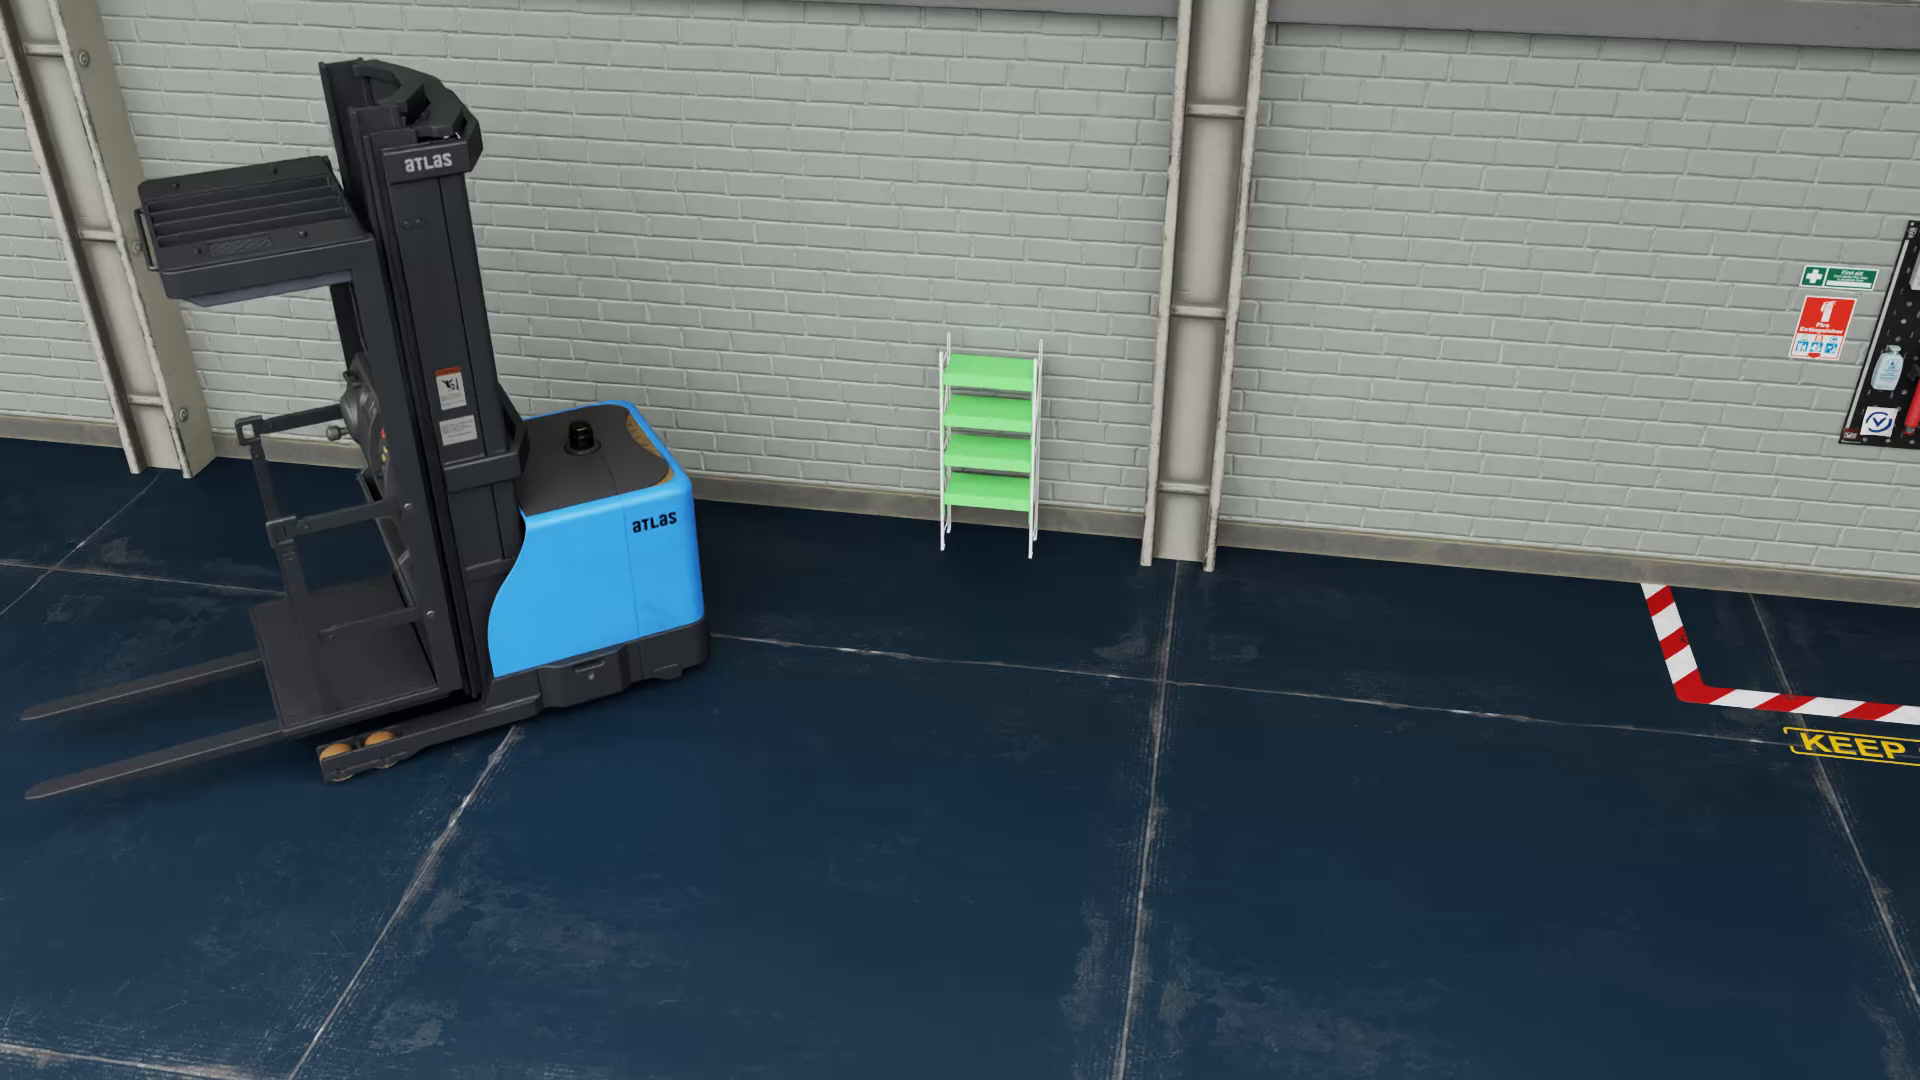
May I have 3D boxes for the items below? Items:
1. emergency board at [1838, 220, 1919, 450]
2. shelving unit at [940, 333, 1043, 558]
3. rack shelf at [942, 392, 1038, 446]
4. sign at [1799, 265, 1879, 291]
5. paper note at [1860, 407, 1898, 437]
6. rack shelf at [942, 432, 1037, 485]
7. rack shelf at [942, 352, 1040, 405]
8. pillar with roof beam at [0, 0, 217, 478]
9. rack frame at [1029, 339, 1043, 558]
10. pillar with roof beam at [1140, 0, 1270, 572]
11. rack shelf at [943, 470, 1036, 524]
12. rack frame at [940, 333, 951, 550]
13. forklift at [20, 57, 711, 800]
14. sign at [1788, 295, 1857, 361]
[{"bbox_3d":[4.681,-0.913,7.882,0.626,1.169,0.157,5,32,8],"label":"emergency board"},{"bbox_3d":[0.163,-0.494,8.908,0.503,1.200,0.258,5,32,8],"label":"shelving unit"},{"bbox_3d":[0.163,-0.643,8.815,0.480,0.148,0.258,5,32,8],"label":"rack shelf"},{"bbox_3d":[4.162,-1.241,7.873,0.331,0.109,0.001,5,32,8],"label":"sign"},{"bbox_3d":[4.523,-0.582,8.182,0.142,0.148,0.016,5,32,8],"label":"paper note"},{"bbox_3d":[0.163,-0.440,8.942,0.480,0.148,0.258,5,32,8],"label":"rack shelf"},{"bbox_3d":[0.163,-0.847,8.687,0.480,0.148,0.258,5,32,8],"label":"rack shelf"},{"bbox_3d":[-5.437,-2.025,4.004,0.400,9.000,9.100,5,32,8],"label":"pillar with roof beam"},{"bbox_3d":[0.404,-0.472,8.873,0.015,1.200,0.240,5,32,8],"label":"rack frame"},{"bbox_3d":[0.477,-1.490,3.148,0.400,9.000,9.100,5,32,8],"label":"pillar with roof beam"},{"bbox_3d":[0.163,-0.236,9.069,0.480,0.148,0.258,5,32,8],"label":"rack shelf"},{"bbox_3d":[-0.077,-0.516,8.943,0.015,1.200,0.240,5,32,8],"label":"rack frame"},{"bbox_3d":[-2.779,-0.475,7.247,3.031,2.935,1.130,-15,35,-23],"label":"forklift"},{"bbox_3d":[4.159,-1.022,8.021,0.234,0.329,0.001,5,32,8],"label":"sign"}]
